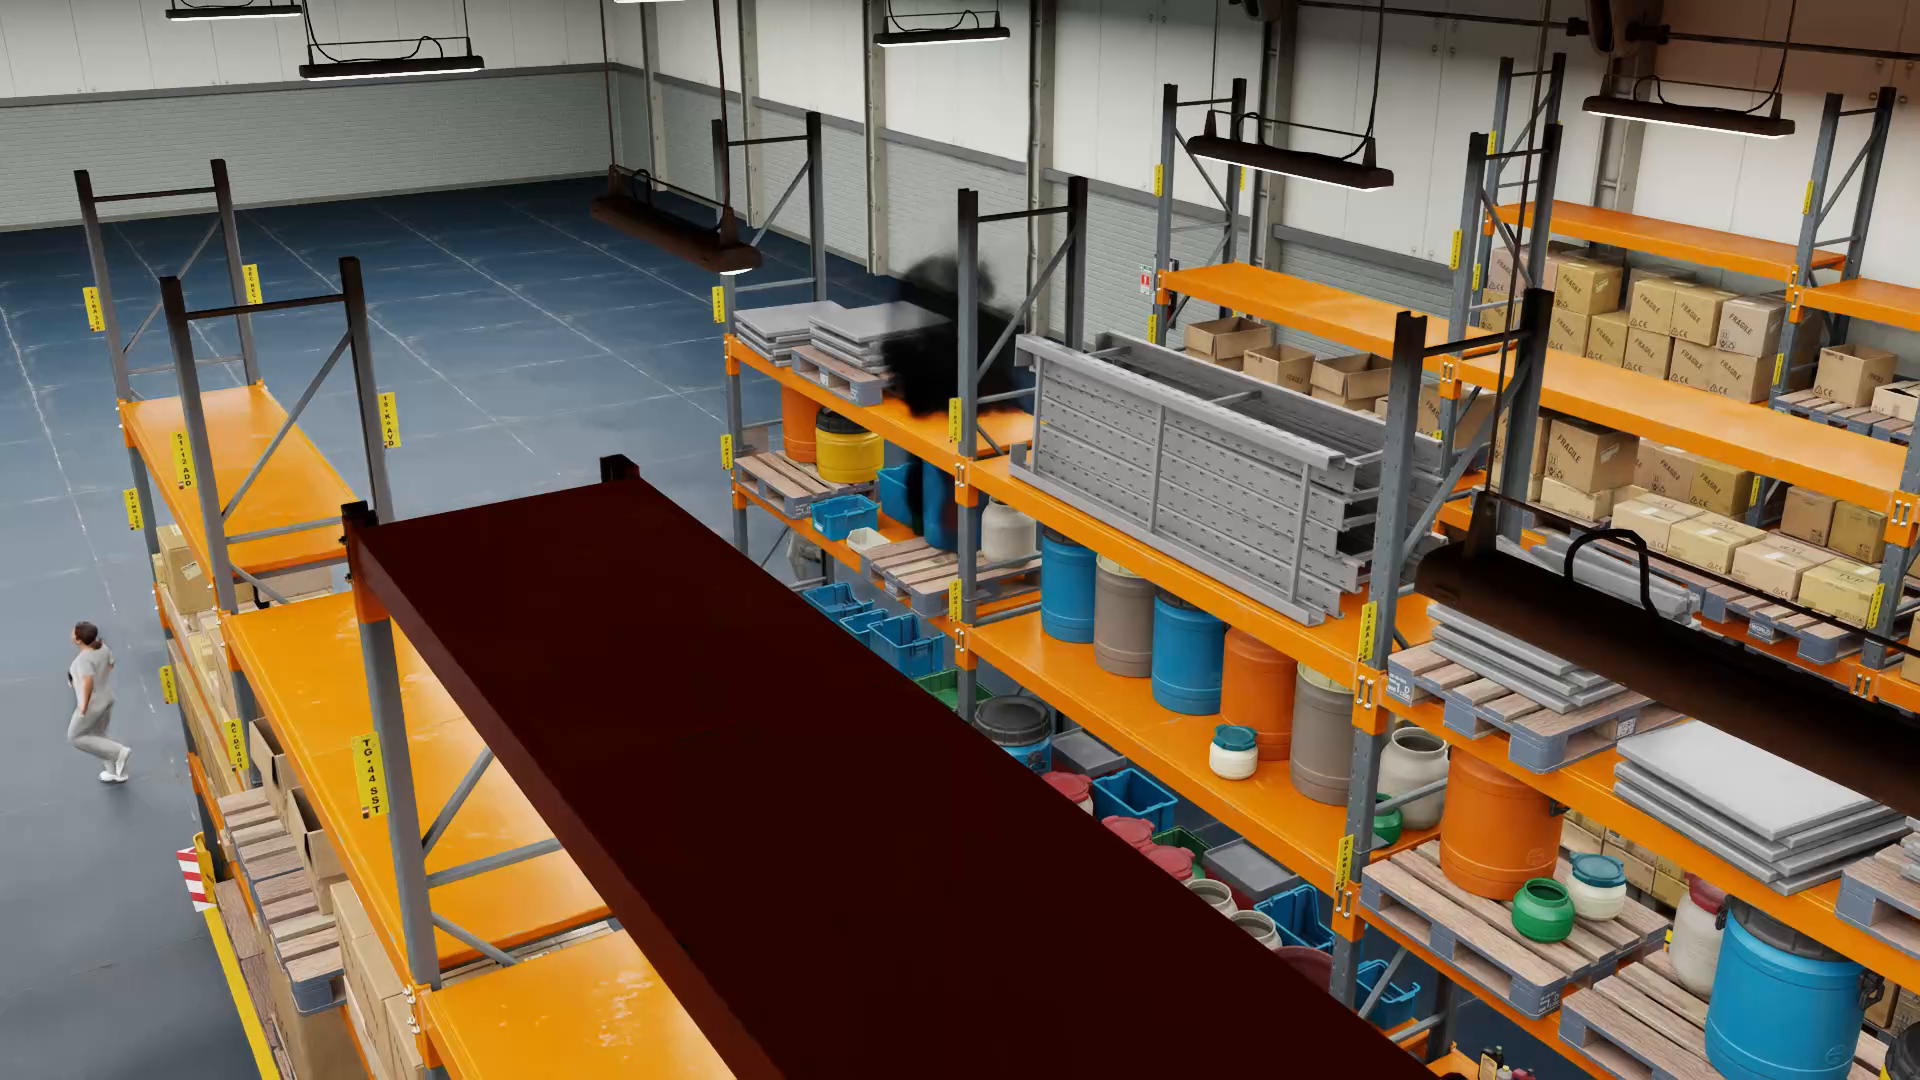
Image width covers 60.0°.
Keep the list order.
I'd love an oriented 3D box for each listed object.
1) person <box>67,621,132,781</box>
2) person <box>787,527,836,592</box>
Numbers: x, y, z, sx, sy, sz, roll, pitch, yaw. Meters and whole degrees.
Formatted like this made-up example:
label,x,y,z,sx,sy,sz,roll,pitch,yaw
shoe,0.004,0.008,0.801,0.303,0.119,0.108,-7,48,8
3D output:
label,x,y,z,sx,sy,sz,roll,pitch,yaw
person,-8.024,1.513,15.441,0.578,1.636,0.601,2,22,4
person,-1.790,-0.213,19.597,0.658,1.730,0.660,-4,22,-11
